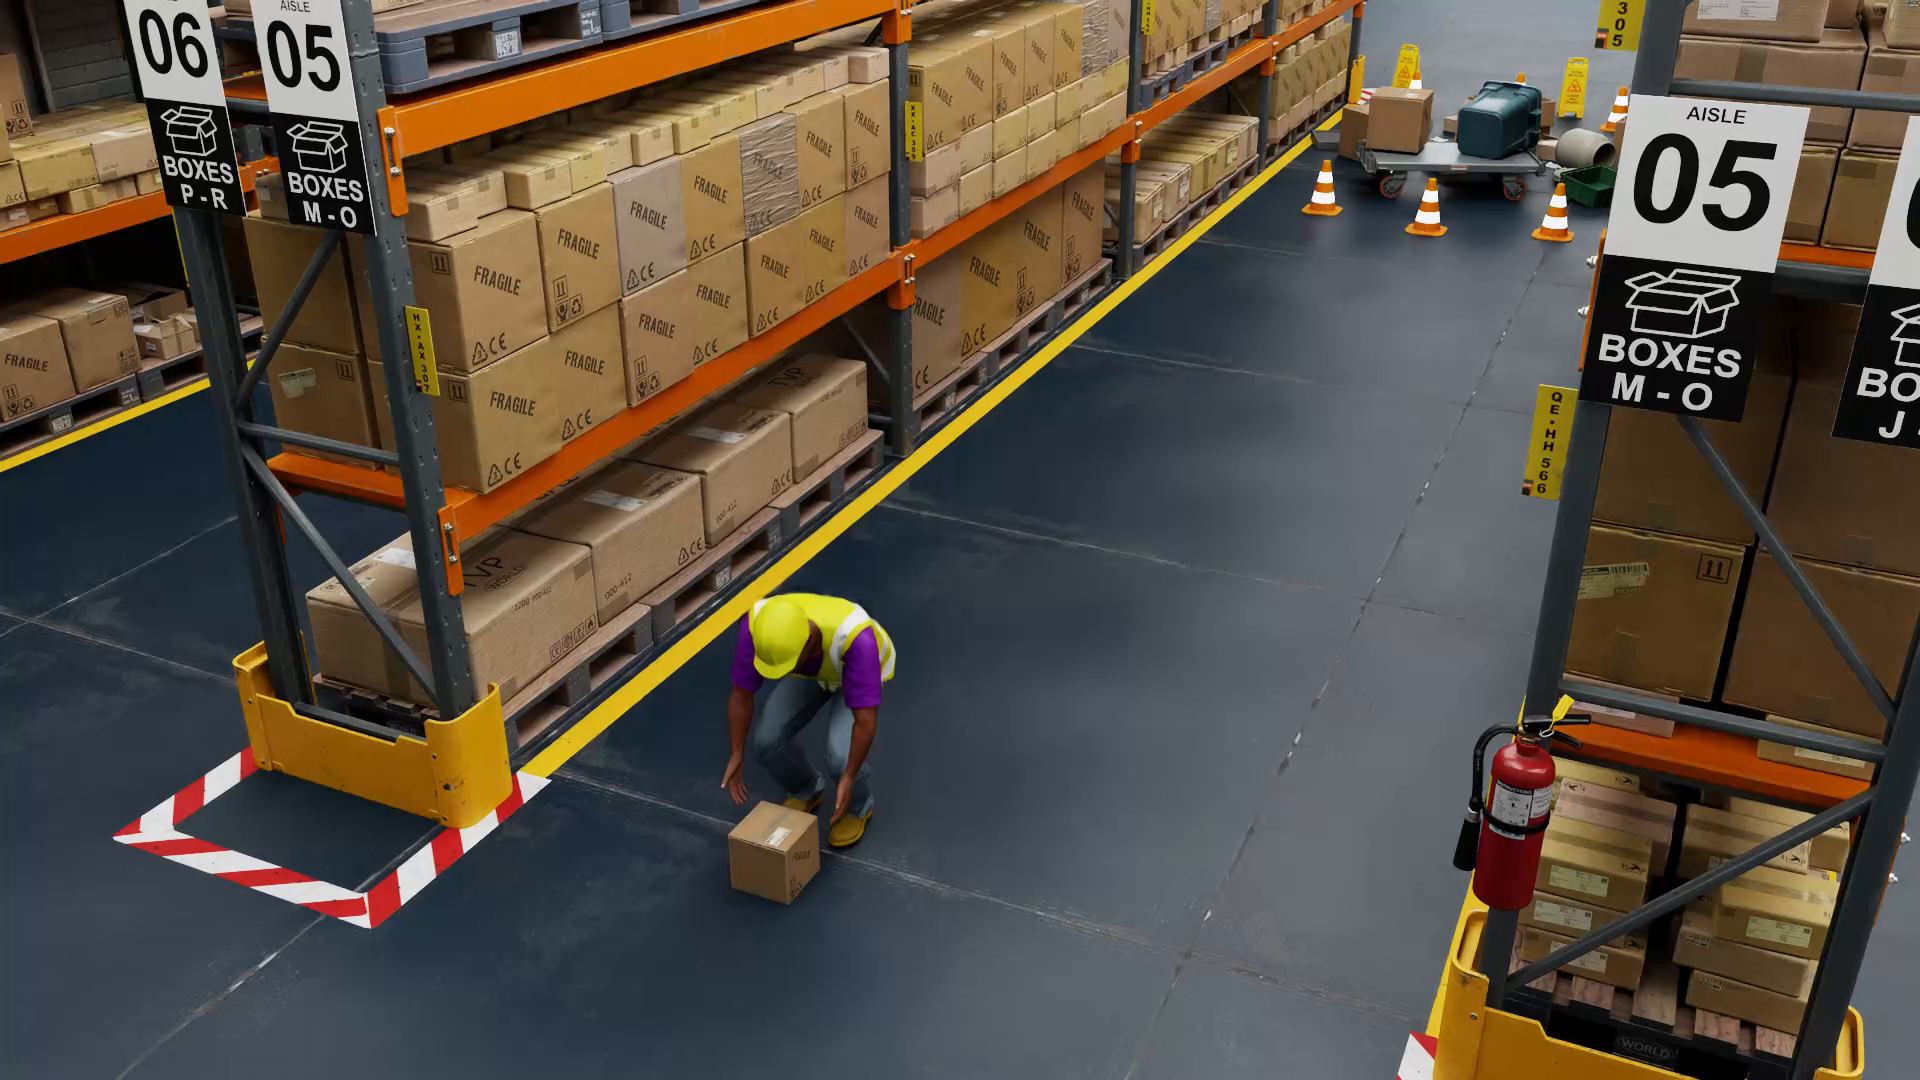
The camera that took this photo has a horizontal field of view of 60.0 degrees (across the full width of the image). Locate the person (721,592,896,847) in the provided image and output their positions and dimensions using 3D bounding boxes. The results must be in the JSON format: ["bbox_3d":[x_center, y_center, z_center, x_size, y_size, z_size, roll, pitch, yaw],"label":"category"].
[{"bbox_3d":[-0.530,0.636,6.435,0.619,1.196,0.847,11,28,22],"label":"person"}]
